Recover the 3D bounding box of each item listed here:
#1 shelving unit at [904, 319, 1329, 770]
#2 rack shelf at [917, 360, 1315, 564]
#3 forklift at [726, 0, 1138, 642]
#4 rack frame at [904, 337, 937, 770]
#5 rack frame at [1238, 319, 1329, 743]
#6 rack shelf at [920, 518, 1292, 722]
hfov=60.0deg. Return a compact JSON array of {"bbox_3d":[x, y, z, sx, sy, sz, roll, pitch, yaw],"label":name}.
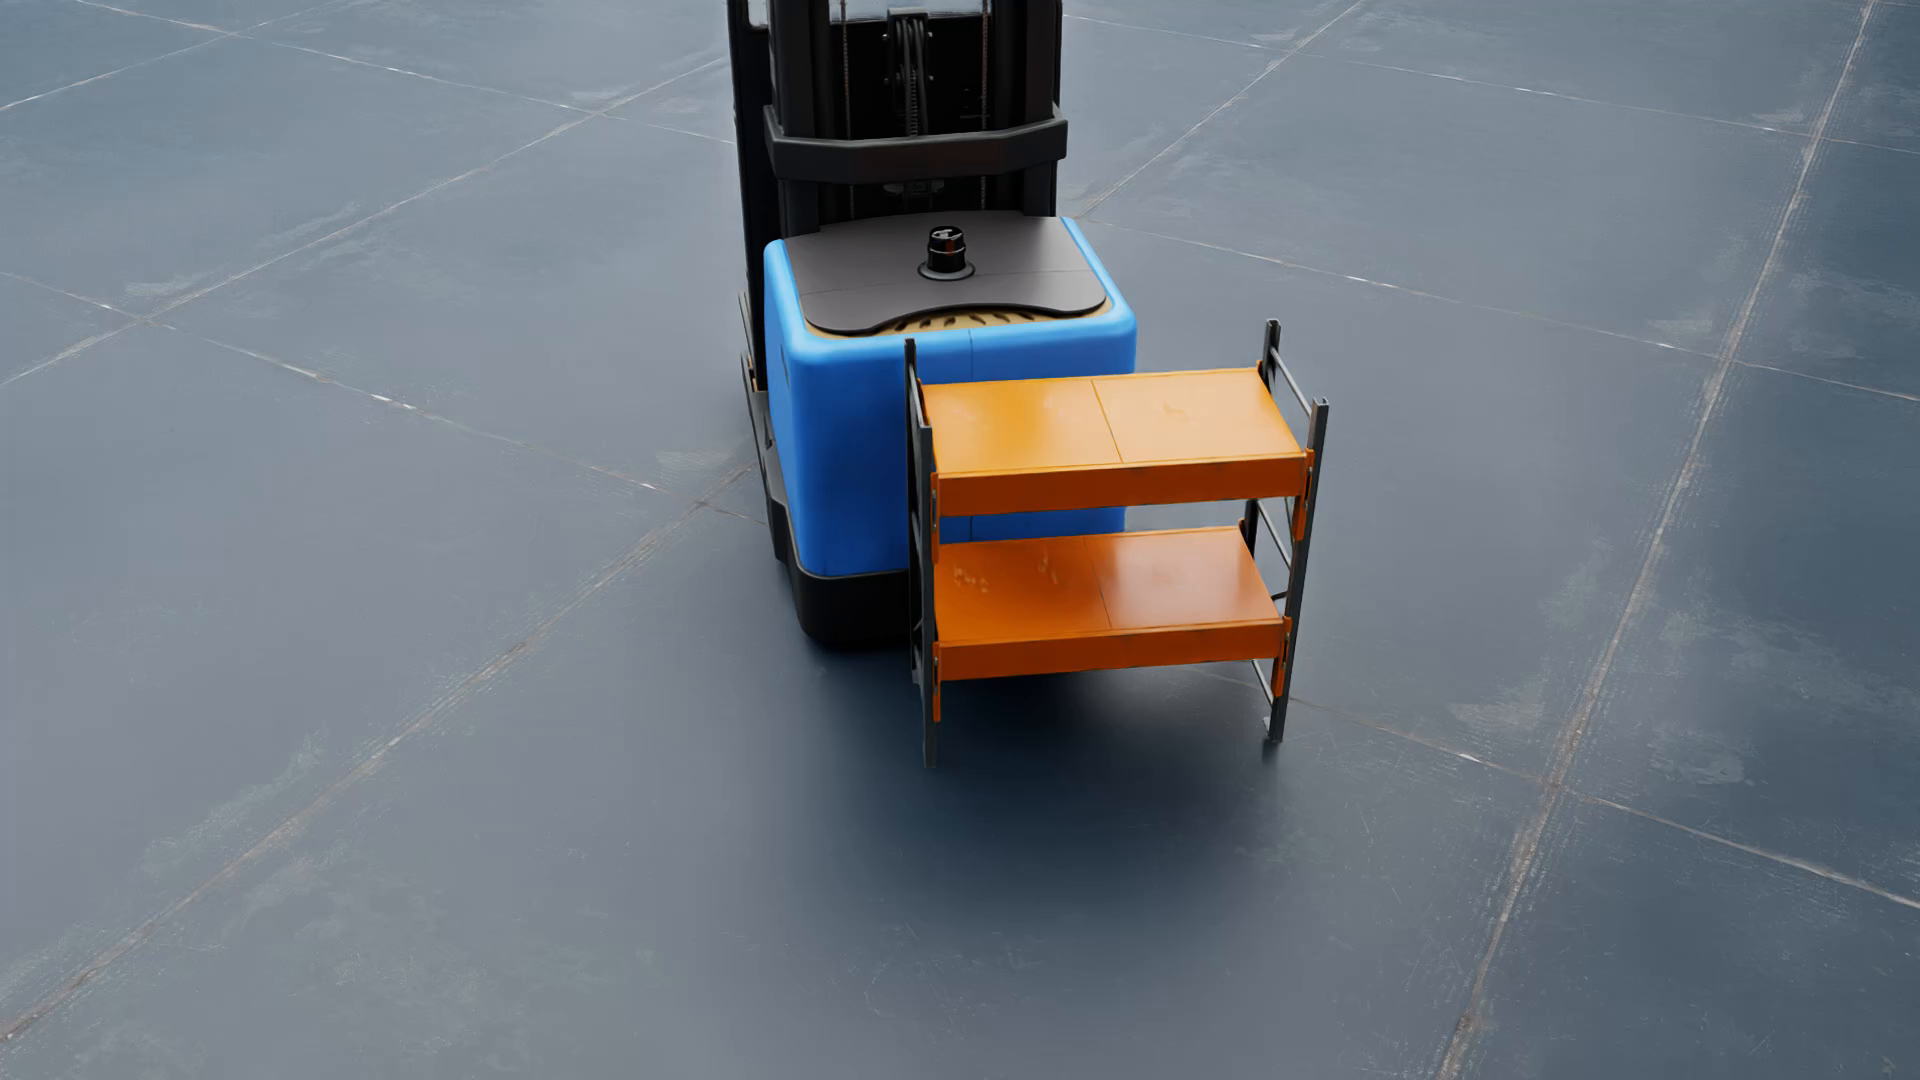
[{"bbox_3d":[0.394,0.019,4.706,1.048,1.125,0.538,-4,34,-5],"label":"shelving unit"},{"bbox_3d":[0.394,-0.225,4.544,1.000,0.278,0.538,-4,34,-5],"label":"rack shelf"},{"bbox_3d":[-0.255,-1.712,5.677,1.130,2.935,3.031,-6,34,-9],"label":"forklift"},{"bbox_3d":[-0.111,0.051,4.659,0.032,1.125,0.500,-4,34,-5],"label":"rack frame"},{"bbox_3d":[0.899,-0.013,4.754,0.032,1.125,0.500,-4,34,-5],"label":"rack frame"},{"bbox_3d":[0.394,0.223,4.842,1.000,0.278,0.538,-4,34,-5],"label":"rack shelf"}]
